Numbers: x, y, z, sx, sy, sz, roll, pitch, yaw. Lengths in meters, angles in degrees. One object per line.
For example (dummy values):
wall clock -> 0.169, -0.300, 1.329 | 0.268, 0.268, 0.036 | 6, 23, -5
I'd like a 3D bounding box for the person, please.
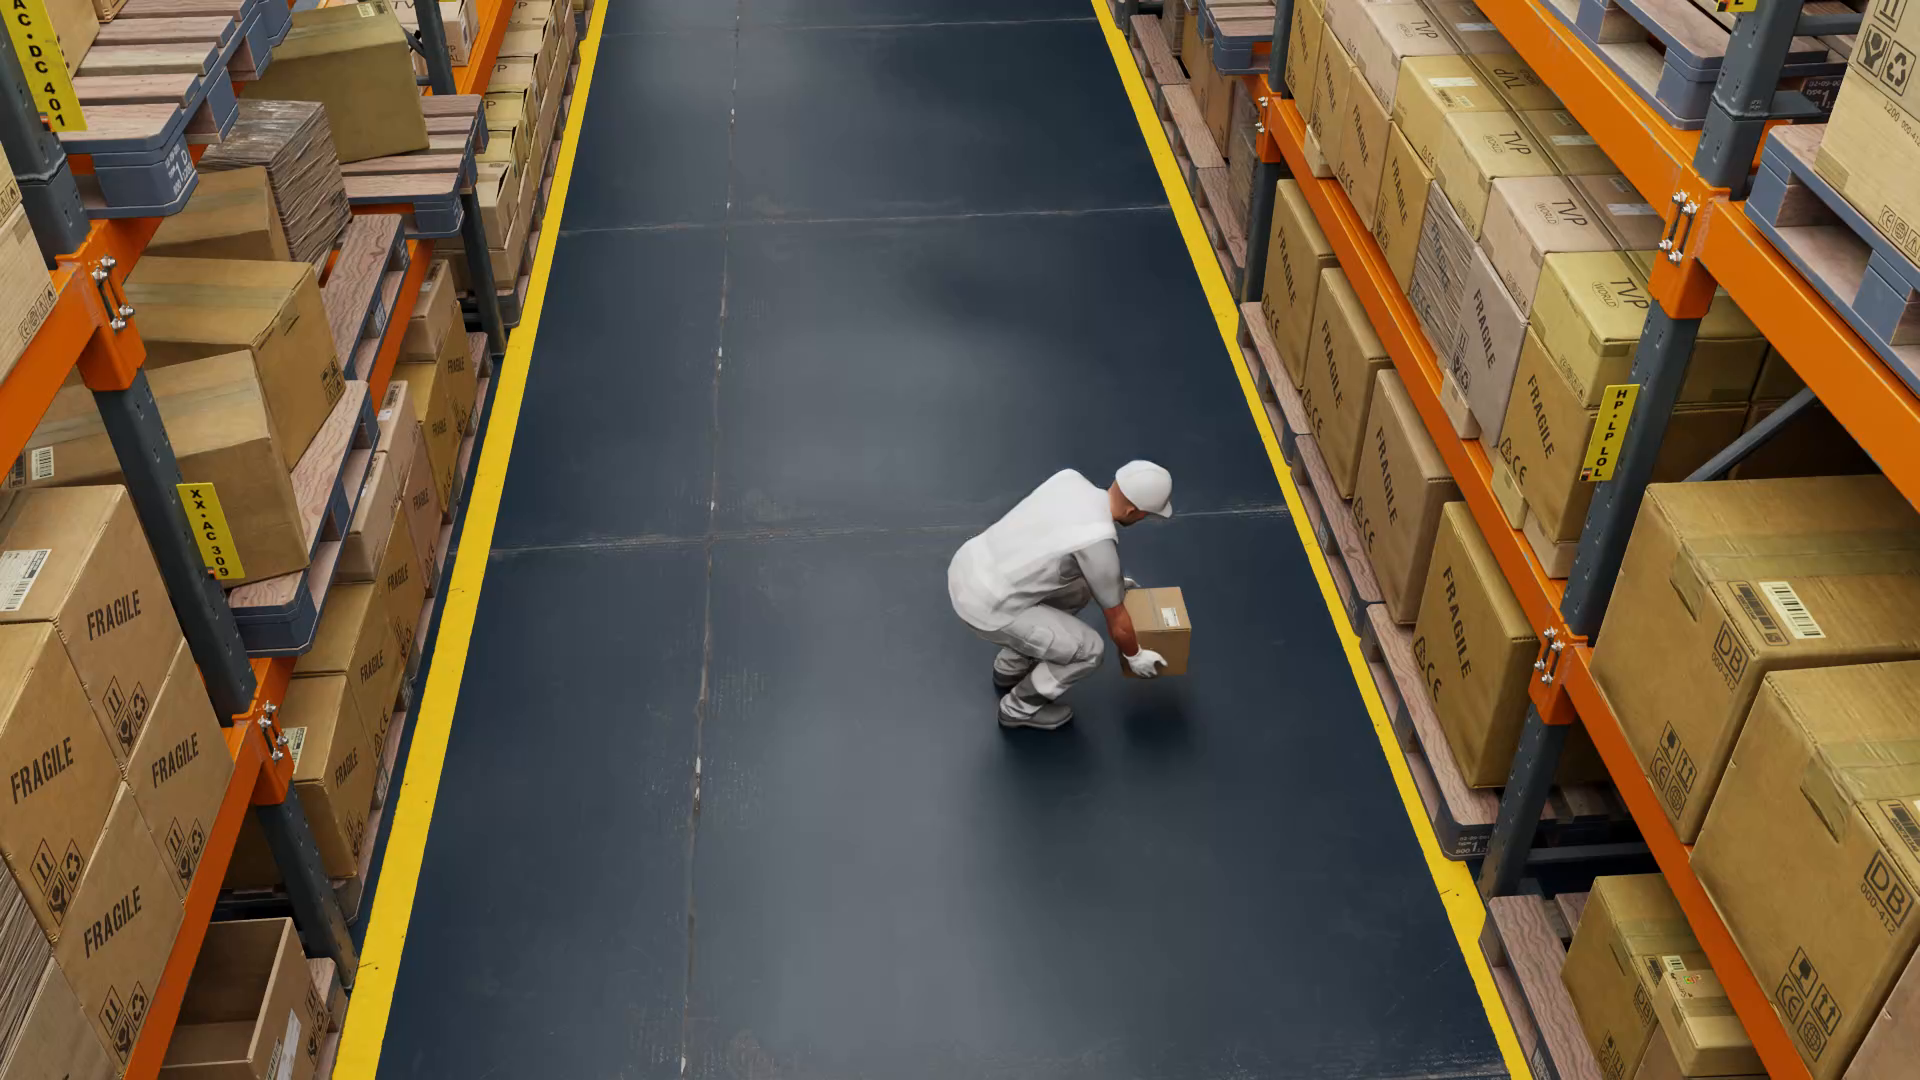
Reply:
person -> 0.378, 0.184, 6.447 | 0.856, 1.114, 0.579 | -3, 39, -4
